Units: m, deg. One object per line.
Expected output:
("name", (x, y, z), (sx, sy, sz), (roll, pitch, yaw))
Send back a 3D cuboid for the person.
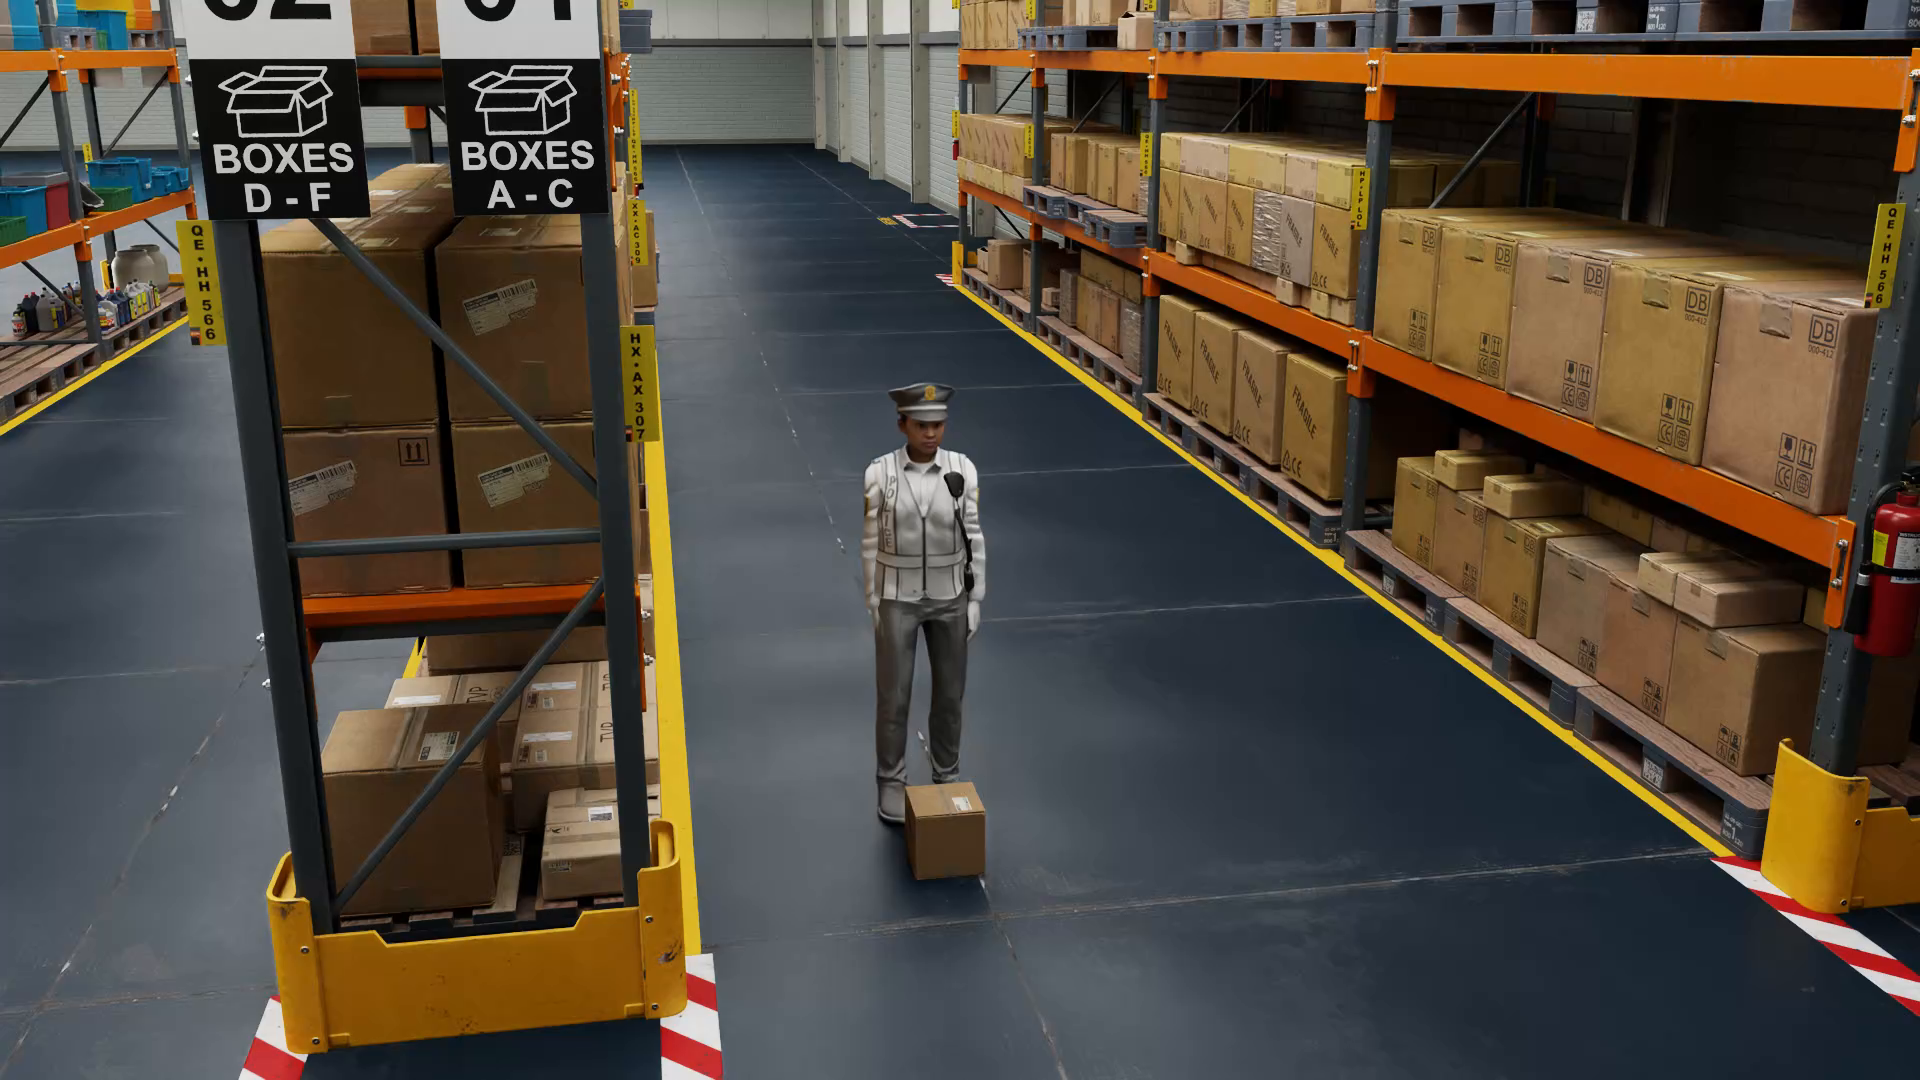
("person", (-0.132, 0.242, 6.232), (0.465, 1.703, 0.344), (-3, 17, -9))
